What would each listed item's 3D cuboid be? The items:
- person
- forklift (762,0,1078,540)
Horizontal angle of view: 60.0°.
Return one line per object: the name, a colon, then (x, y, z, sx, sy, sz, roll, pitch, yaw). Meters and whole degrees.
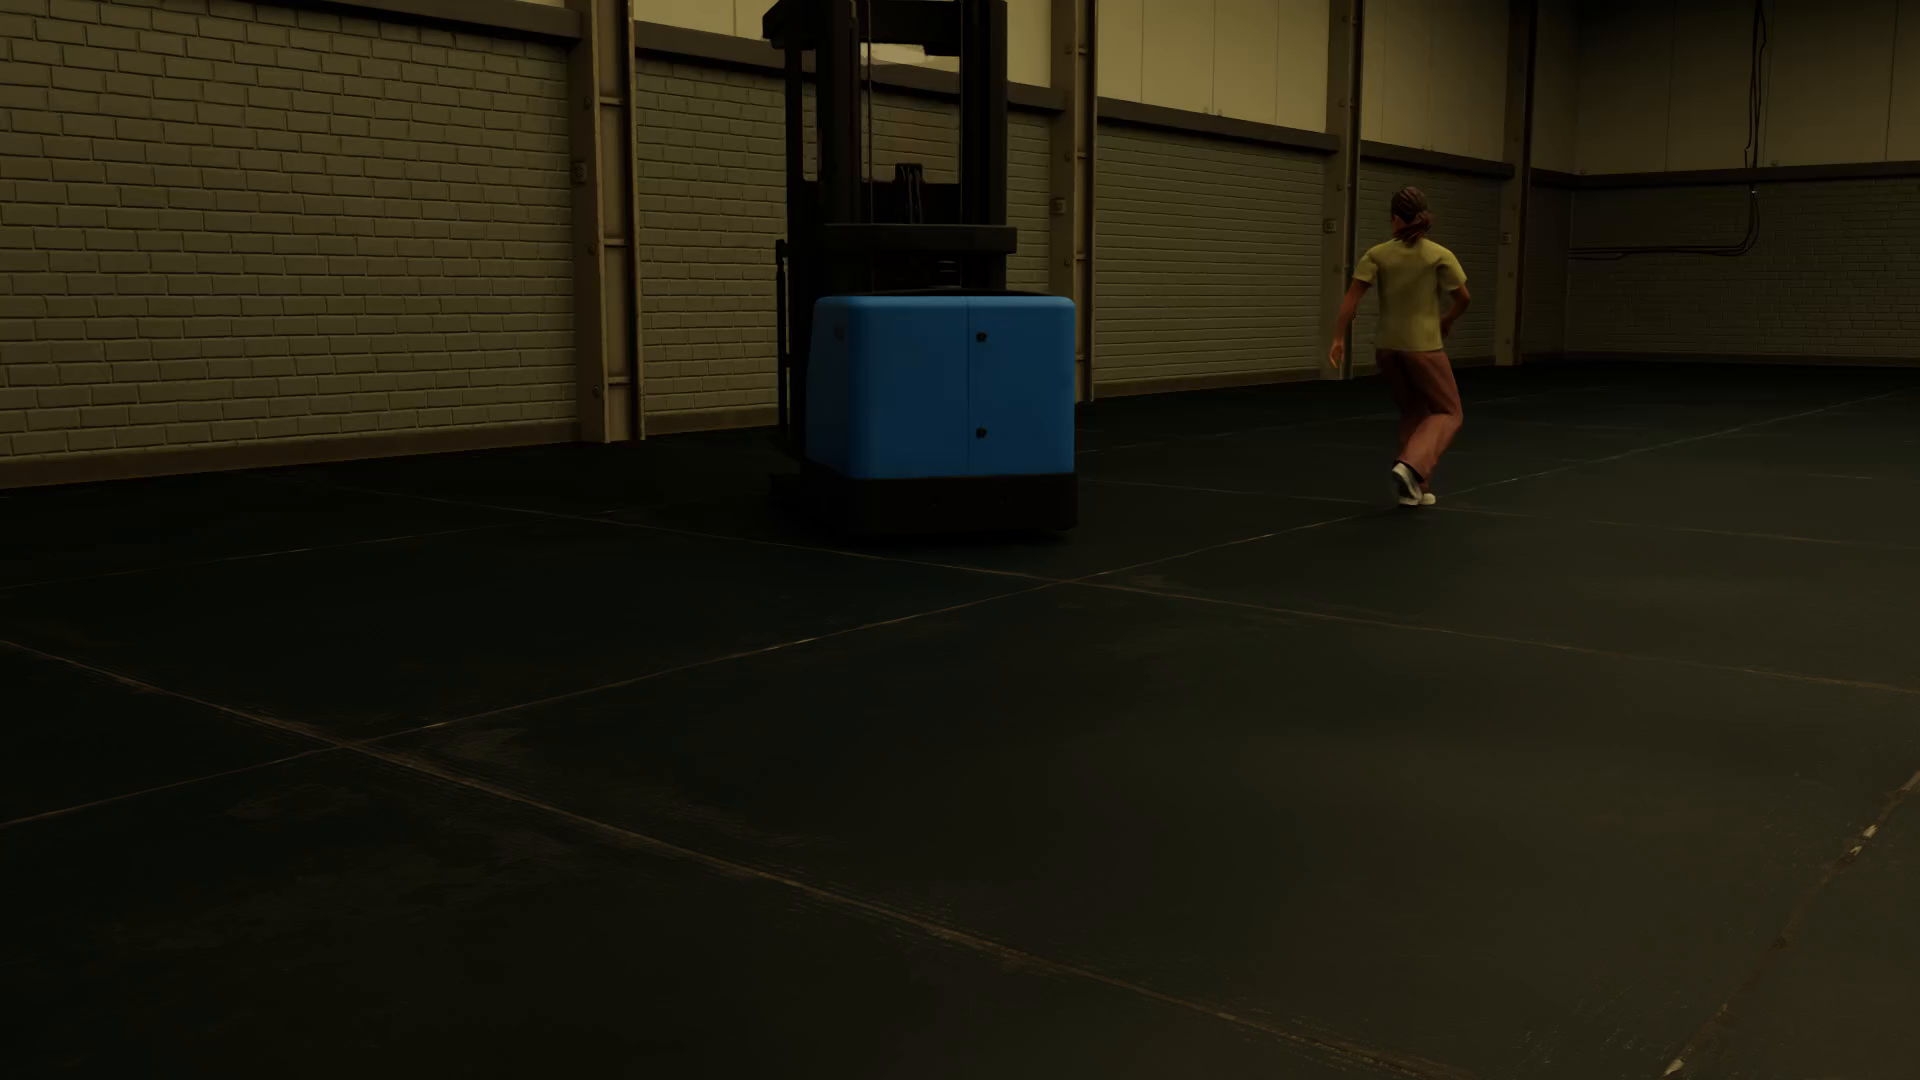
person: (2.268, -0.967, 8.454, 0.610, 1.621, 0.607, -8, 11, -43)
forklift: (-0.374, -1.626, 8.395, 1.130, 2.935, 3.031, -2, 9, -16)
